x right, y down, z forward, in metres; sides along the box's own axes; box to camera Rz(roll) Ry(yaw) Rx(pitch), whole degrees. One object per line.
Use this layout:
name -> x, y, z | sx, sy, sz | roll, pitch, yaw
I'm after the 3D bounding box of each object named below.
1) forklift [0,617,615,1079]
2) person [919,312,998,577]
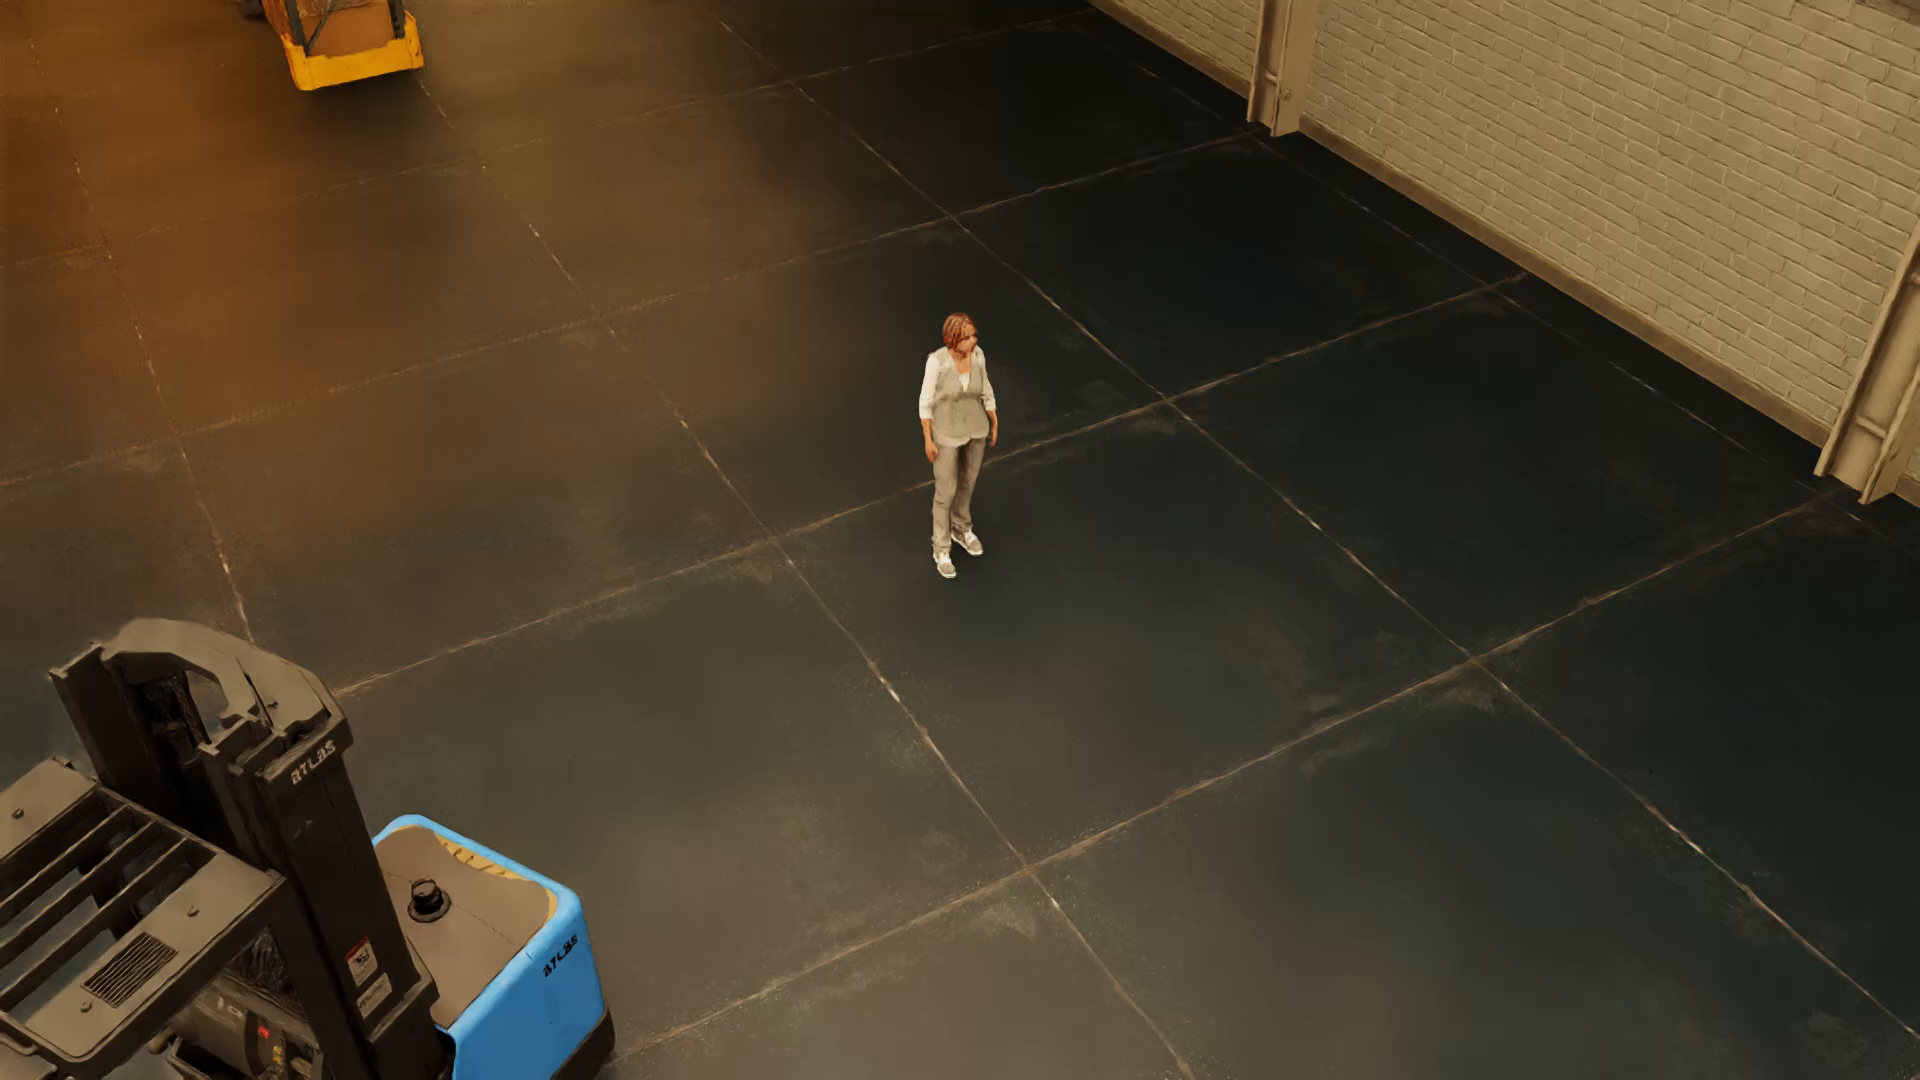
forklift -> -2.713, 1.840, 5.818 | 1.130, 2.935, 3.031 | 20, 44, 22
person -> 0.025, -0.575, 9.763 | 0.521, 1.597, 0.474 | -20, 44, -23
